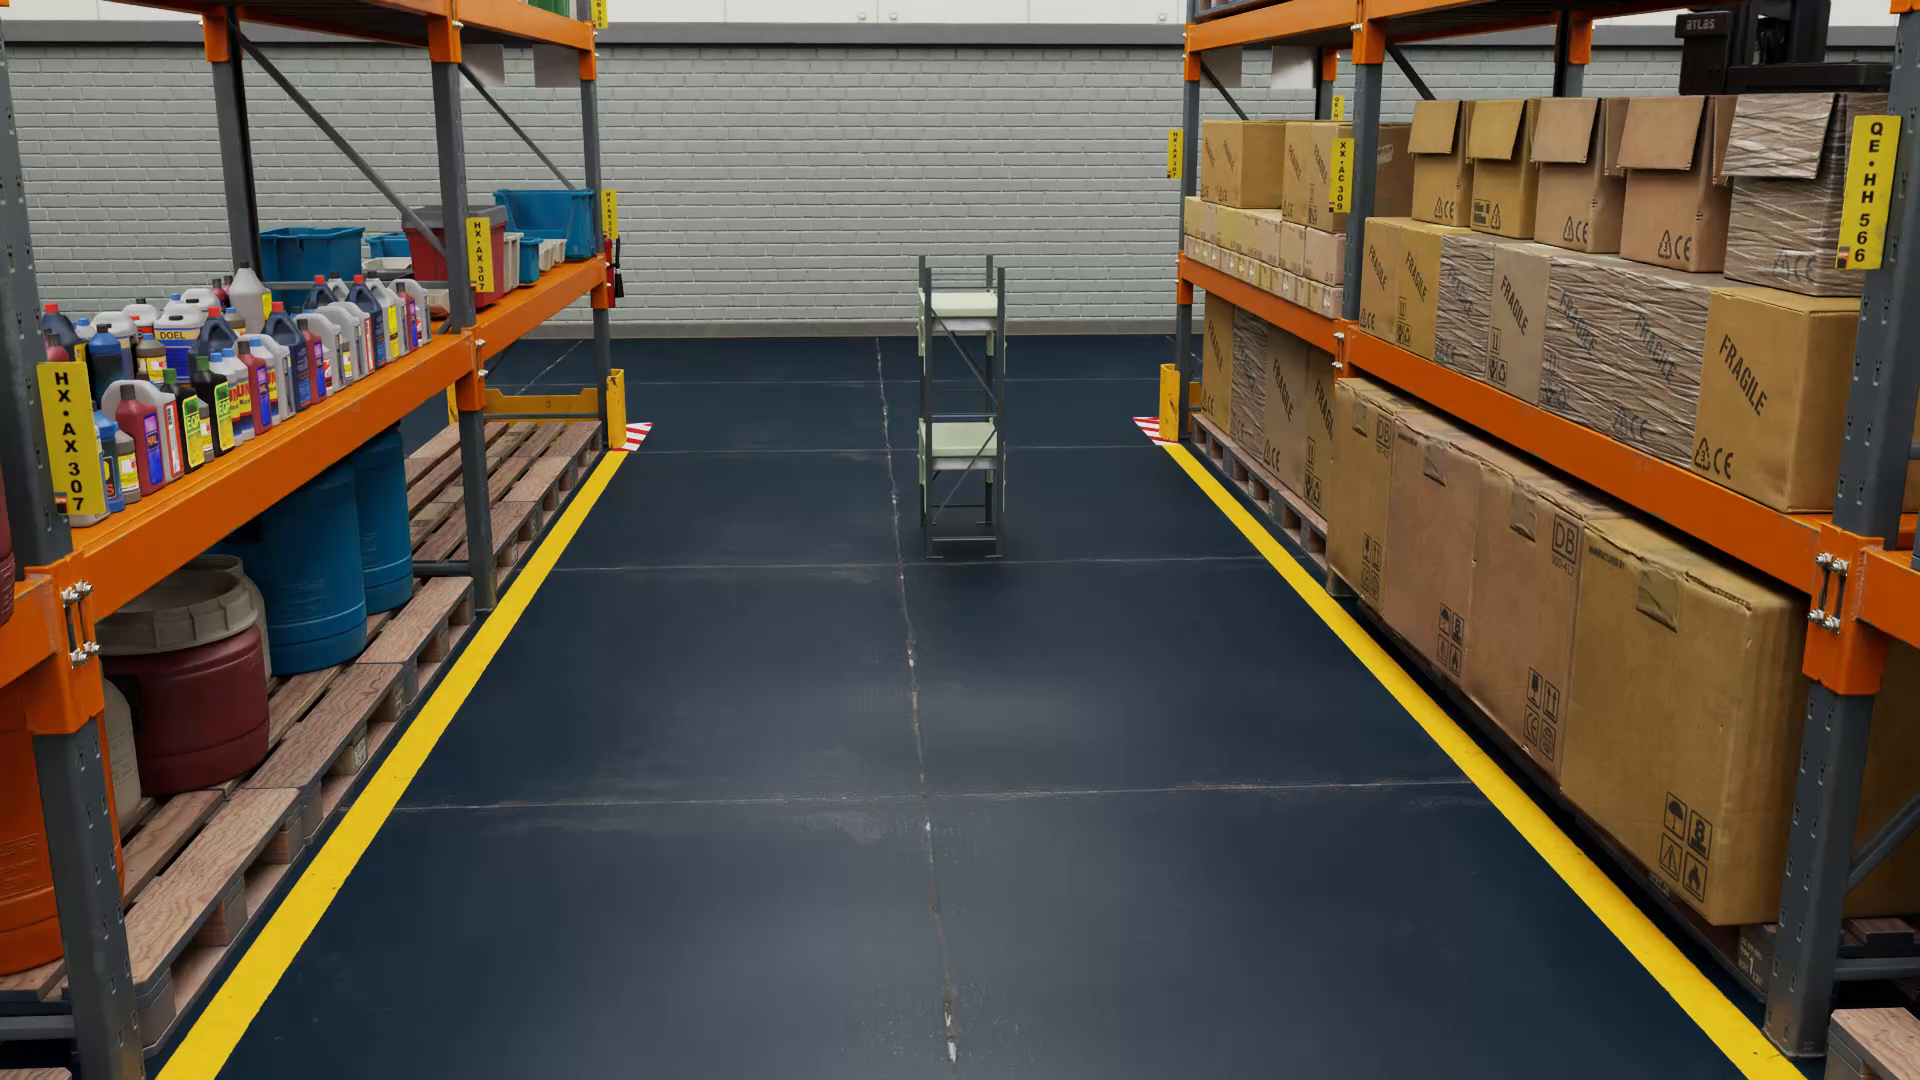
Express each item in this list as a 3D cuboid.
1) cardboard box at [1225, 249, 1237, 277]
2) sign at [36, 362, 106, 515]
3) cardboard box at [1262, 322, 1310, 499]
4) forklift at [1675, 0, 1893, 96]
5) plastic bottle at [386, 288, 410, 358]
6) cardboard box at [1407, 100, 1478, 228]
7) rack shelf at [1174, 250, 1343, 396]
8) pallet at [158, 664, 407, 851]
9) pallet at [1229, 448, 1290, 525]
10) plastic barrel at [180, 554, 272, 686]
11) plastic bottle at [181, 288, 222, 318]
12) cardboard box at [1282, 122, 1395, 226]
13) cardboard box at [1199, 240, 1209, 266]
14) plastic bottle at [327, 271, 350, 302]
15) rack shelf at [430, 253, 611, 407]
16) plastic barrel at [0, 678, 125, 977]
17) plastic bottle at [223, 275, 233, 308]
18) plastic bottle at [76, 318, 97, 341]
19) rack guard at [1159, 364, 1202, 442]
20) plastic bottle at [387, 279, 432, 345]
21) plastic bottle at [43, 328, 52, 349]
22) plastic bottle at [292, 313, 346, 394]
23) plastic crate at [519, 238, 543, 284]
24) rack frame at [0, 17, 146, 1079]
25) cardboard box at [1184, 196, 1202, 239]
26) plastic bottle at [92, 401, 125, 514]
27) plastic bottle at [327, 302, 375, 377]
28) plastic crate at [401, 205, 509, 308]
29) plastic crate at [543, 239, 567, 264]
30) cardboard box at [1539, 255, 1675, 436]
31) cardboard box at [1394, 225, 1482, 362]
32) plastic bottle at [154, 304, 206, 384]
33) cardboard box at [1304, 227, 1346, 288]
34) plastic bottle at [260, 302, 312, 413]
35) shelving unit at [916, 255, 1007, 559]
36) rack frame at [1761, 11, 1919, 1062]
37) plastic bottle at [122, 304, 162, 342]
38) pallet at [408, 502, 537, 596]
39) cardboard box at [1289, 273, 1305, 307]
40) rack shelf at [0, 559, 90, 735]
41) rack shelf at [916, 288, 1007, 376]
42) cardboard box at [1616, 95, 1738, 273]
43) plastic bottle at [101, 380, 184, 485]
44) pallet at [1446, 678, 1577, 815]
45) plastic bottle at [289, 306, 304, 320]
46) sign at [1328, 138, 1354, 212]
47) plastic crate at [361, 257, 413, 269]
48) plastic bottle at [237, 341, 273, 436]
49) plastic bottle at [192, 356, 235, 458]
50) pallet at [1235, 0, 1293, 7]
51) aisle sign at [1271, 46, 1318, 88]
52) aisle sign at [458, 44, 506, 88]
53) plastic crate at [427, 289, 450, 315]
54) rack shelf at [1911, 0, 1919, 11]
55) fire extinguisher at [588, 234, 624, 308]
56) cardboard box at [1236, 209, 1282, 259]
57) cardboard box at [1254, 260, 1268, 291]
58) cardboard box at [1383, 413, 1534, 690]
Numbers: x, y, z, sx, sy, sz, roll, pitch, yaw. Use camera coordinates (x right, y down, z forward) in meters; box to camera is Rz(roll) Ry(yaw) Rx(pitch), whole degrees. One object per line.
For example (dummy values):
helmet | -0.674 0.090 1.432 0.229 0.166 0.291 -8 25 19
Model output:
cardboard box | 1.800 -1.655 9.943 0.380 0.149 0.250 -1 14 -4
sign | -1.874 -0.213 3.507 0.100 0.325 0.005 -1 14 -3
cardboard box | 2.256 -0.758 9.376 0.875 0.875 0.875 -1 14 -3
forklift | 4.853 -1.615 9.422 1.130 2.935 3.031 -9 17 -31
plastic bottle | -2.301 -0.874 6.654 0.152 0.276 0.135 -1 14 -3
cardboard box | 2.321 -1.570 6.896 0.797 0.503 0.637 -1 14 -5
rack shelf | 2.149 -1.344 9.673 1.077 0.370 4.000 -1 14 -3
pallet | -2.585 0.729 5.771 1.003 0.211 1.213 -1 14 -3
pallet | 2.226 -0.339 9.920 1.003 0.211 1.213 -1 14 -3
plastic barrel | -2.664 0.337 5.849 0.421 0.512 0.421 0 14 0
plastic bottle | -2.999 -0.846 6.545 0.152 0.276 0.135 -1 14 -3
cardboard box | 1.951 -1.864 8.452 0.500 0.500 0.500 -1 14 -3
cardboard box | 1.752 -1.847 10.690 0.380 0.149 0.250 -1 14 -5
plastic bottle | -2.431 -0.869 6.482 0.144 0.351 0.185 -1 14 -3
rack shelf | -2.794 -1.267 9.376 1.077 0.370 4.000 -1 14 -3
plastic barrel | -2.470 0.603 4.177 0.600 0.830 0.708 -1 14 -3
plastic bottle | -3.073 -0.964 6.988 0.061 0.283 0.133 -1 14 -3
plastic bottle | -2.970 -0.618 5.666 0.097 0.271 0.097 0 14 0
rack guard | 2.024 -0.985 11.852 1.175 0.500 0.348 -1 14 -3
plastic bottle | -2.323 -0.965 7.007 0.152 0.276 0.135 -1 14 -3
plastic bottle | -2.903 -0.525 5.283 0.061 0.283 0.133 -1 14 -3
plastic bottle | -2.247 -0.658 5.813 0.152 0.276 0.135 -1 14 -3
plastic crate | -2.535 -1.554 9.264 0.416 0.233 0.300 -1 14 -3
rack frame | -2.419 -0.124 3.487 0.949 2.616 0.053 -1 14 -3
cardboard box | 1.786 -2.138 11.018 0.500 0.250 0.500 -1 14 -5
plastic bottle | -2.106 -0.203 4.054 0.097 0.271 0.097 0 14 0
plastic bottle | -2.269 -0.749 6.167 0.152 0.276 0.135 -1 14 -3
plastic crate | -2.475 -1.404 8.216 0.402 0.464 0.583 -1 14 -3
plastic crate | -2.687 -1.815 10.468 0.396 0.136 0.243 -1 14 -3
cardboard box | 2.183 -0.621 5.218 0.500 0.500 0.500 -1 14 -5
cardboard box | 2.084 -1.000 6.693 0.500 0.500 0.500 -1 14 -3
plastic bottle | -2.813 -0.709 6.013 0.152 0.276 0.135 -1 14 -3
cardboard box | 1.984 -1.372 8.043 0.500 0.250 0.500 -1 14 -4
plastic bottle | -2.218 -0.597 5.426 0.144 0.351 0.185 -1 14 -3
shelving unit | 0.000 -0.725 8.833 0.431 1.500 0.755 -1 14 -3
rack frame | 2.521 -0.200 3.784 1.000 3.000 0.127 -1 14 -3
plastic bottle | -2.964 -0.707 6.004 0.152 0.276 0.135 -1 14 -3
pallet | -2.754 0.050 8.409 1.003 0.211 1.213 -1 14 -3
cardboard box | 1.895 -1.272 8.454 0.380 0.149 0.250 -1 14 -4
rack shelf | -2.298 0.722 1.644 1.077 0.370 4.000 -1 14 -3
rack shelf | 0.000 -1.103 8.736 0.431 0.370 0.720 -1 14 -3
cardboard box | 2.454 -1.079 4.985 0.797 0.503 0.637 -1 14 -2
plastic bottle | -2.155 -0.291 4.387 0.152 0.276 0.135 -1 14 -3
pallet | 2.475 0.650 6.075 1.003 0.211 1.213 -1 14 -3
plastic bottle | -2.384 -0.707 6.012 0.097 0.271 0.097 0 14 0
sign | 1.719 -1.644 7.498 0.100 0.325 0.005 -1 14 -3
plastic crate | -3.078 -1.448 9.044 0.293 0.136 0.466 -1 14 -3
plastic bottle | -2.153 -0.468 5.059 0.061 0.283 0.133 -1 14 -3
plastic bottle | -2.132 -0.386 4.742 0.061 0.283 0.133 -1 14 -3
pallet | 2.160 -3.111 9.256 1.003 0.211 1.213 -1 14 -3
aisle sign | 2.320 -3.471 11.281 0.394 0.787 0.004 -1 14 -3
aisle sign | -3.219 -3.386 10.948 0.394 0.787 0.004 -1 14 -3
plastic crate | -2.556 -1.138 7.837 0.396 0.136 0.243 -1 14 -3
rack shelf | 2.645 -0.807 1.567 1.077 0.370 4.000 -1 14 -3
fire extinguisher | -2.474 -1.940 11.449 0.296 0.674 0.183 -1 14 -3
cardboard box | 1.890 -1.754 9.527 0.500 0.250 0.500 -1 14 -5
cardboard box | 1.847 -1.464 9.199 0.380 0.149 0.250 -1 14 -4
cardboard box | 2.389 0.012 6.382 1.225 0.875 0.875 -1 14 -5
